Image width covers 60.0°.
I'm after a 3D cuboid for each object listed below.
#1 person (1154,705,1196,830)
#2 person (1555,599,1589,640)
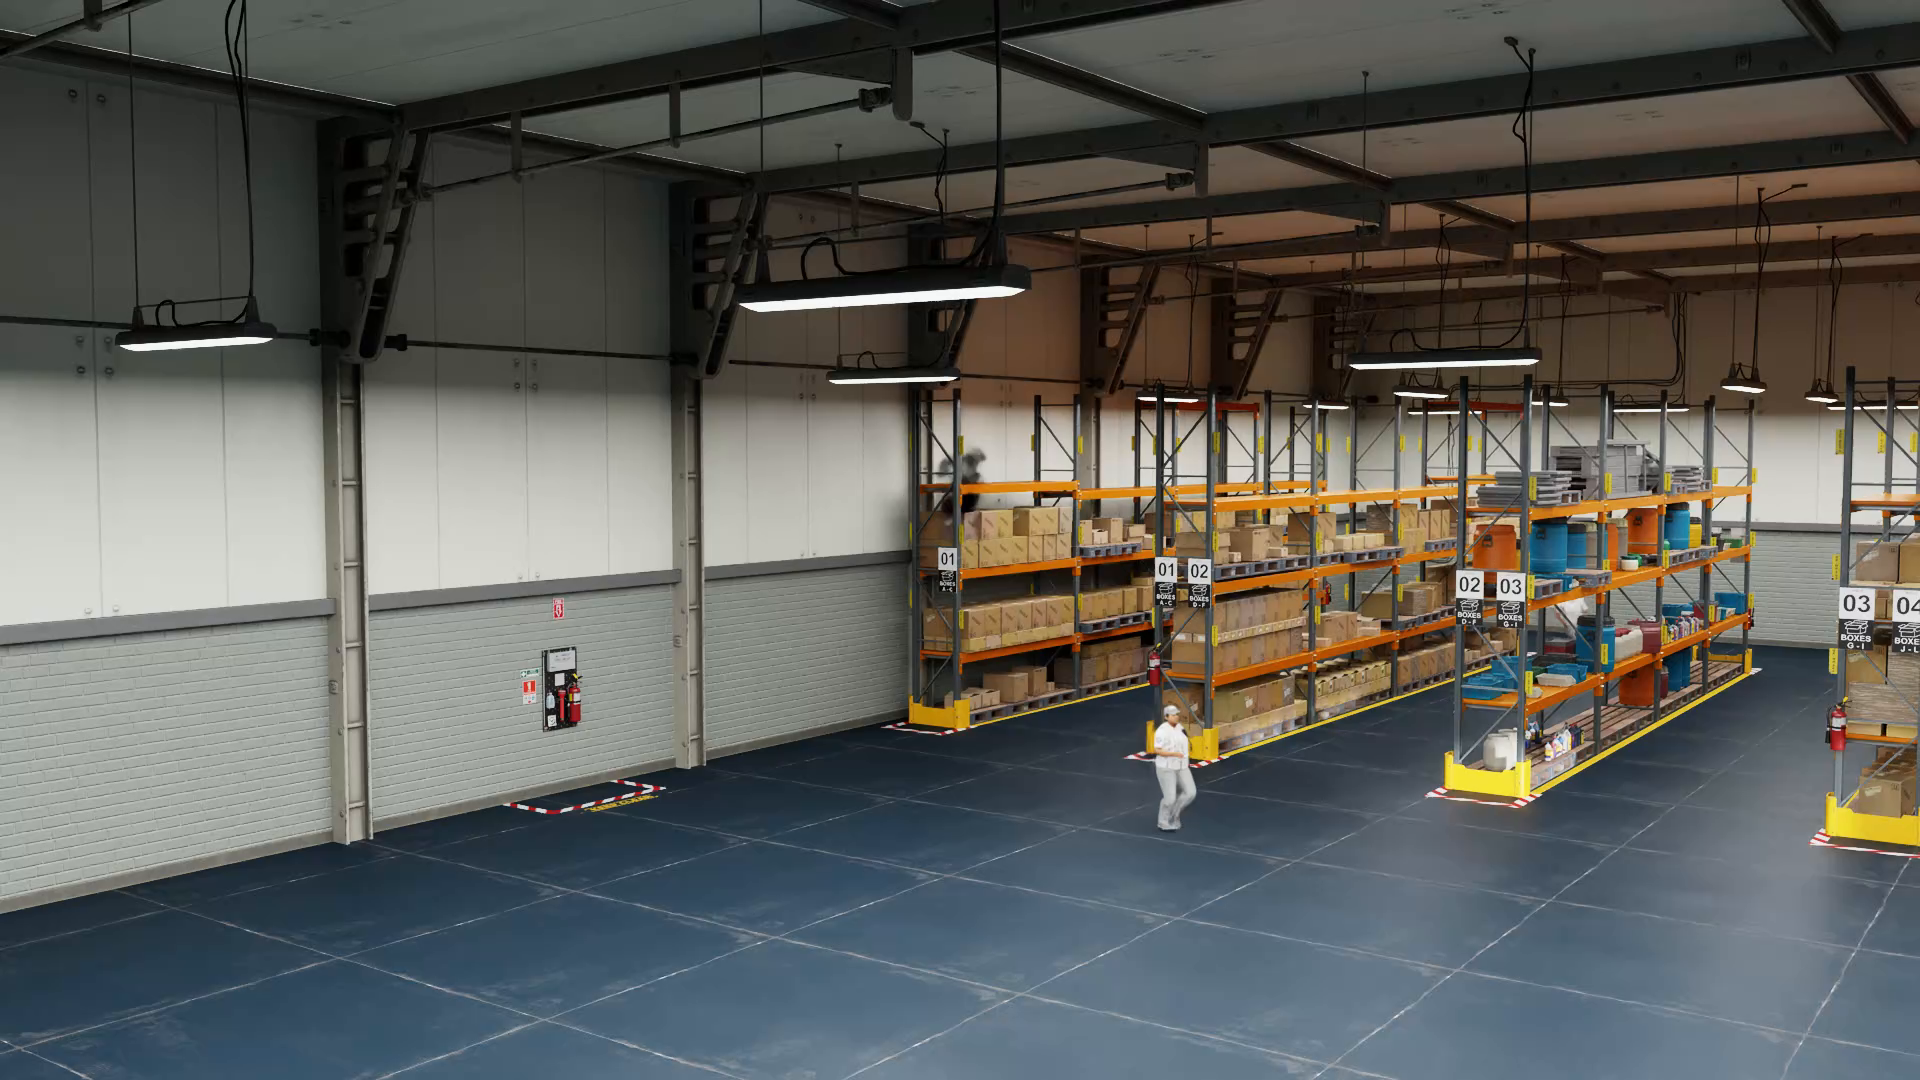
[{"bbox_3d":[2.794,2.956,21.483,0.591,1.638,0.576,-2,4,-33],"label":"person"},{"bbox_3d":[14.203,1.958,38.572,0.740,1.693,0.549,1,3,14],"label":"person"}]
